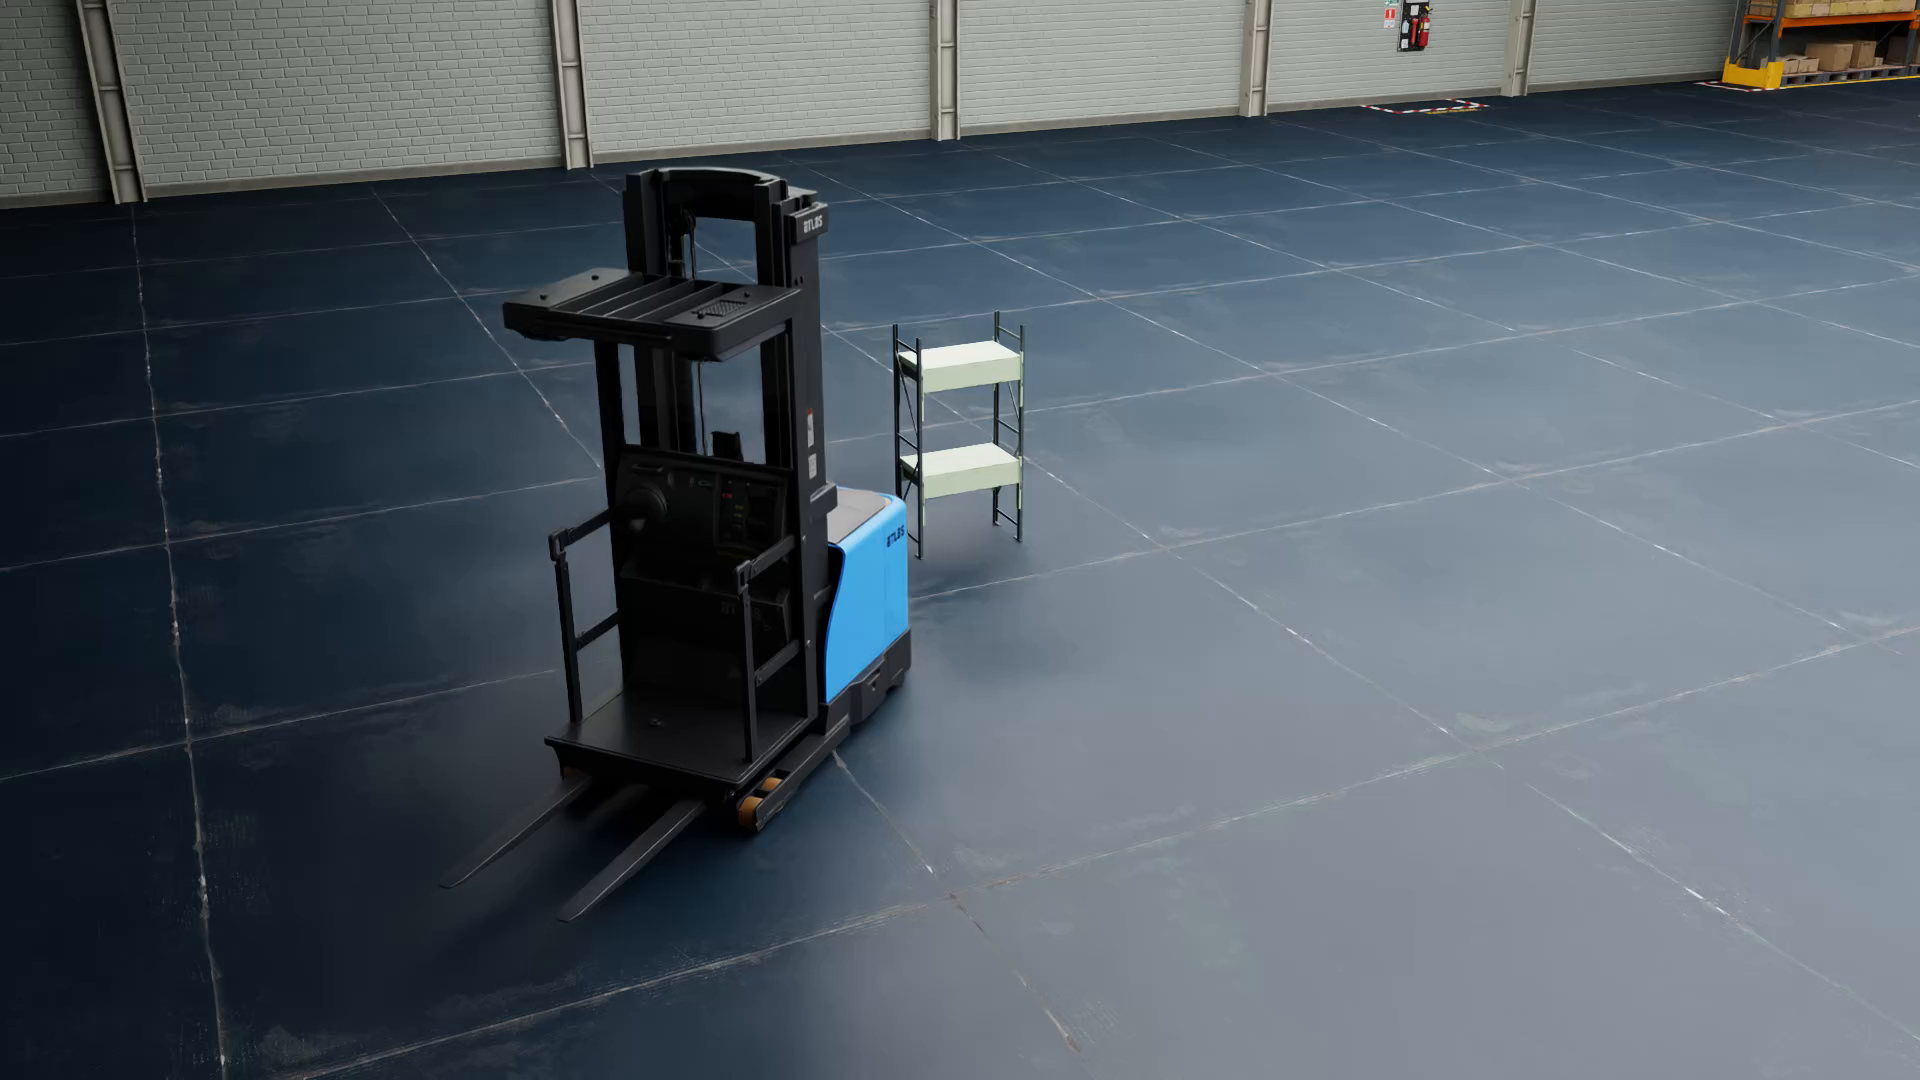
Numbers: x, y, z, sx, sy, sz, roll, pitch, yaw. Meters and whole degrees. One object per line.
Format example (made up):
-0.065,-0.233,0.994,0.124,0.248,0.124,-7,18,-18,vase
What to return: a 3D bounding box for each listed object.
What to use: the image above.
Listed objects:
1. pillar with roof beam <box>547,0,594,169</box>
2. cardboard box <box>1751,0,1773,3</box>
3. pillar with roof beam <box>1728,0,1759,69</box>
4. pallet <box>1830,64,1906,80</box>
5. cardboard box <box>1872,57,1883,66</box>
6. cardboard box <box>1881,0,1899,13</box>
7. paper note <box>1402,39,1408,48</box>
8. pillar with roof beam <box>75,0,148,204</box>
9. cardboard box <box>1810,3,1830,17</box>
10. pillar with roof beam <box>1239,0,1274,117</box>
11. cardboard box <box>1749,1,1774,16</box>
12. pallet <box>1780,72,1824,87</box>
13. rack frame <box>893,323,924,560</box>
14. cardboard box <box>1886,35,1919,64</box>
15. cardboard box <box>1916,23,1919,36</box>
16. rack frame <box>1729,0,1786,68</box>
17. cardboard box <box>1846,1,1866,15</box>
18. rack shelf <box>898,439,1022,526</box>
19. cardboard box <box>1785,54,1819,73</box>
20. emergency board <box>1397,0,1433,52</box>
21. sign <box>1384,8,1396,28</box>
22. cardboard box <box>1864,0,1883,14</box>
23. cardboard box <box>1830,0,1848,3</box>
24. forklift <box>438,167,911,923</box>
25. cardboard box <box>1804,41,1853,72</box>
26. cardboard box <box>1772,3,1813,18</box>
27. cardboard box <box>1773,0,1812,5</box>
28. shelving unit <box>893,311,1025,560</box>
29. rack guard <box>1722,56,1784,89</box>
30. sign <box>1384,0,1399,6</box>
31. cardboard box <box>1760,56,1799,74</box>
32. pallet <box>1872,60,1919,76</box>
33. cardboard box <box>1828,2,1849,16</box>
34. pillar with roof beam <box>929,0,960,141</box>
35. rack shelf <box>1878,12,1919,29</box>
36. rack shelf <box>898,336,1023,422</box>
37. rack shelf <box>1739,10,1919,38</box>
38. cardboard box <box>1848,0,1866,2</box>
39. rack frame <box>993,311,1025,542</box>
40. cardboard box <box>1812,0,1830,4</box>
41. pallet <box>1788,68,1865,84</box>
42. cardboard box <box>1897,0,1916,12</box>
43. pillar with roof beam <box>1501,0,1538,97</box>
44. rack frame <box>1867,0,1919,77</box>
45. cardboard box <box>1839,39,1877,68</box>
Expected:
-3.779,-8.192,19.274,0.400,9.000,9.100,-10,25,-24,pillar with roof beam
16.056,-10.908,32.869,0.500,0.500,0.500,-11,25,-24,cardboard box
17.846,-12.173,28.891,0.400,9.000,9.100,-10,25,-24,pillar with roof beam
18.738,-9.722,34.460,1.213,0.211,1.003,-10,25,-24,pallet
18.858,-9.929,34.443,0.250,0.166,0.380,-14,26,-30,cardboard box
18.580,-10.811,33.615,0.500,0.250,0.500,-10,25,-23,cardboard box
8.140,-9.080,30.415,0.142,0.148,0.016,-10,25,-24,paper note
-9.186,-7.196,16.869,0.400,9.000,9.100,-10,25,-24,pillar with roof beam
16.762,-10.473,32.798,0.500,0.250,0.500,-11,25,-25,cardboard box
7.033,-10.182,24.082,0.400,9.000,9.100,-10,25,-24,pillar with roof beam
16.060,-10.554,32.996,0.500,0.250,0.500,-10,25,-23,cardboard box
16.539,-9.317,33.482,1.213,0.211,1.003,-10,25,-24,pallet
-0.336,-0.631,10.814,0.023,1.500,0.400,-10,25,-24,rack frame
19.984,-10.310,34.928,0.500,0.500,0.700,-10,24,-22,cardboard box
20.379,-10.731,34.964,0.500,0.250,0.500,-11,25,-25,cardboard box
15.723,-10.470,32.622,0.127,3.000,1.000,-10,25,-24,rack frame
17.680,-10.638,33.198,0.500,0.250,0.500,-10,25,-23,cardboard box
-0.006,-0.391,11.085,0.720,0.370,0.431,-10,25,-24,rack shelf
16.899,-9.609,33.483,0.500,0.311,0.500,-8,24,-19,cardboard box
8.329,-9.492,30.260,0.643,1.169,0.194,-10,25,-24,emergency board
7.786,-9.453,30.117,0.234,0.329,0.001,-10,25,-24,sign
18.133,-10.722,33.400,0.500,0.250,0.500,-11,25,-24,cardboard box
17.202,-10.894,32.836,0.500,0.500,0.500,-11,25,-25,cardboard box
-1.325,-0.154,7.791,1.130,2.935,3.031,9,24,22,forklift
17.582,-9.801,33.699,0.500,0.500,0.700,-12,25,-27,cardboard box
16.301,-10.382,32.578,0.500,0.250,0.500,-11,25,-25,cardboard box
16.284,-10.732,32.445,0.500,0.500,0.500,-10,25,-24,cardboard box
-0.006,-0.692,10.960,0.755,1.500,0.431,-10,25,-24,shelving unit
15.792,-9.328,33.131,0.348,0.500,1.175,-10,25,-24,rack guard
7.794,-9.695,30.010,0.331,0.109,0.001,-10,25,-24,sign
16.386,-9.515,33.254,0.500,0.311,0.500,-14,26,-30,cardboard box
20.028,-9.975,35.071,1.213,0.211,1.003,-10,25,-24,pallet
17.224,-10.555,32.997,0.500,0.250,0.500,-11,25,-24,cardboard box
1.627,-9.187,21.678,0.400,9.000,9.100,-10,25,-24,pillar with roof beam
21.130,-11.133,35.164,4.000,0.370,1.077,-10,25,-24,rack shelf
-0.006,-1.052,10.811,0.720,0.370,0.431,-10,25,-24,rack shelf
17.525,-10.470,33.561,4.000,0.370,1.077,-10,25,-24,rack shelf
17.662,-10.984,33.053,0.500,0.500,0.500,-10,24,-22,cardboard box
0.324,-0.753,11.107,0.023,1.500,0.400,-10,25,-24,rack frame
16.733,-10.811,32.634,0.500,0.500,0.500,-10,25,-23,cardboard box
17.637,-9.518,33.967,1.213,0.211,1.003,-10,25,-24,pallet
19.032,-10.891,33.808,0.500,0.250,0.500,-10,25,-23,cardboard box
12.440,-11.177,26.487,0.400,9.000,9.100,-10,25,-24,pillar with roof beam
19.327,-11.134,34.225,0.127,3.000,1.000,-10,25,-24,rack frame
18.410,-9.996,34.170,0.500,0.500,0.500,-12,26,-28,cardboard box
